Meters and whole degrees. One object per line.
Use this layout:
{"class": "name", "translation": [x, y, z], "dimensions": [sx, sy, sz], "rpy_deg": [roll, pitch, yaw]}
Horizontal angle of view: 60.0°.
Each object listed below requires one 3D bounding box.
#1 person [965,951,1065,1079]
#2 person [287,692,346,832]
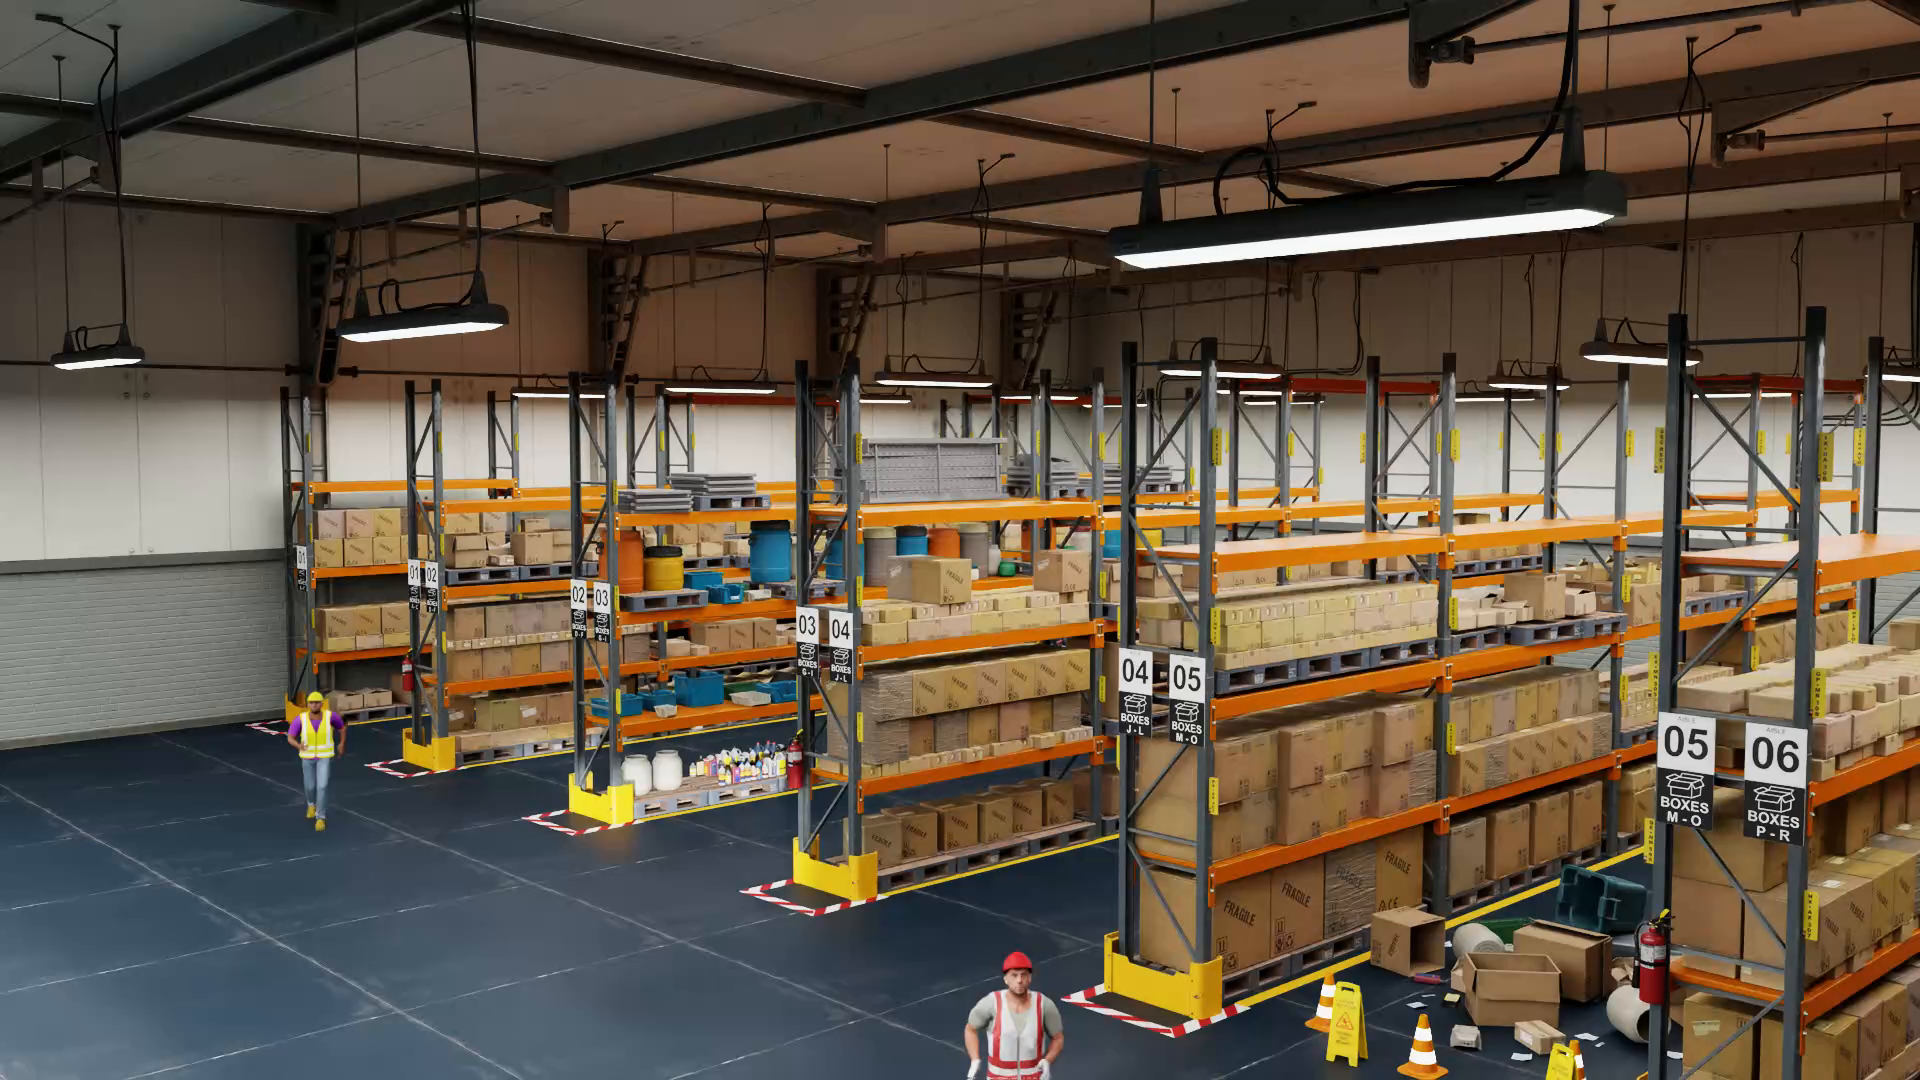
{"class": "person", "translation": [0.375, 3.592, 11.004], "dimensions": [0.660, 1.738, 0.593], "rpy_deg": [0, 4, -5]}
{"class": "person", "translation": [-8.479, 2.877, 21.935], "dimensions": [0.724, 1.782, 0.865], "rpy_deg": [-1, 4, -18]}
